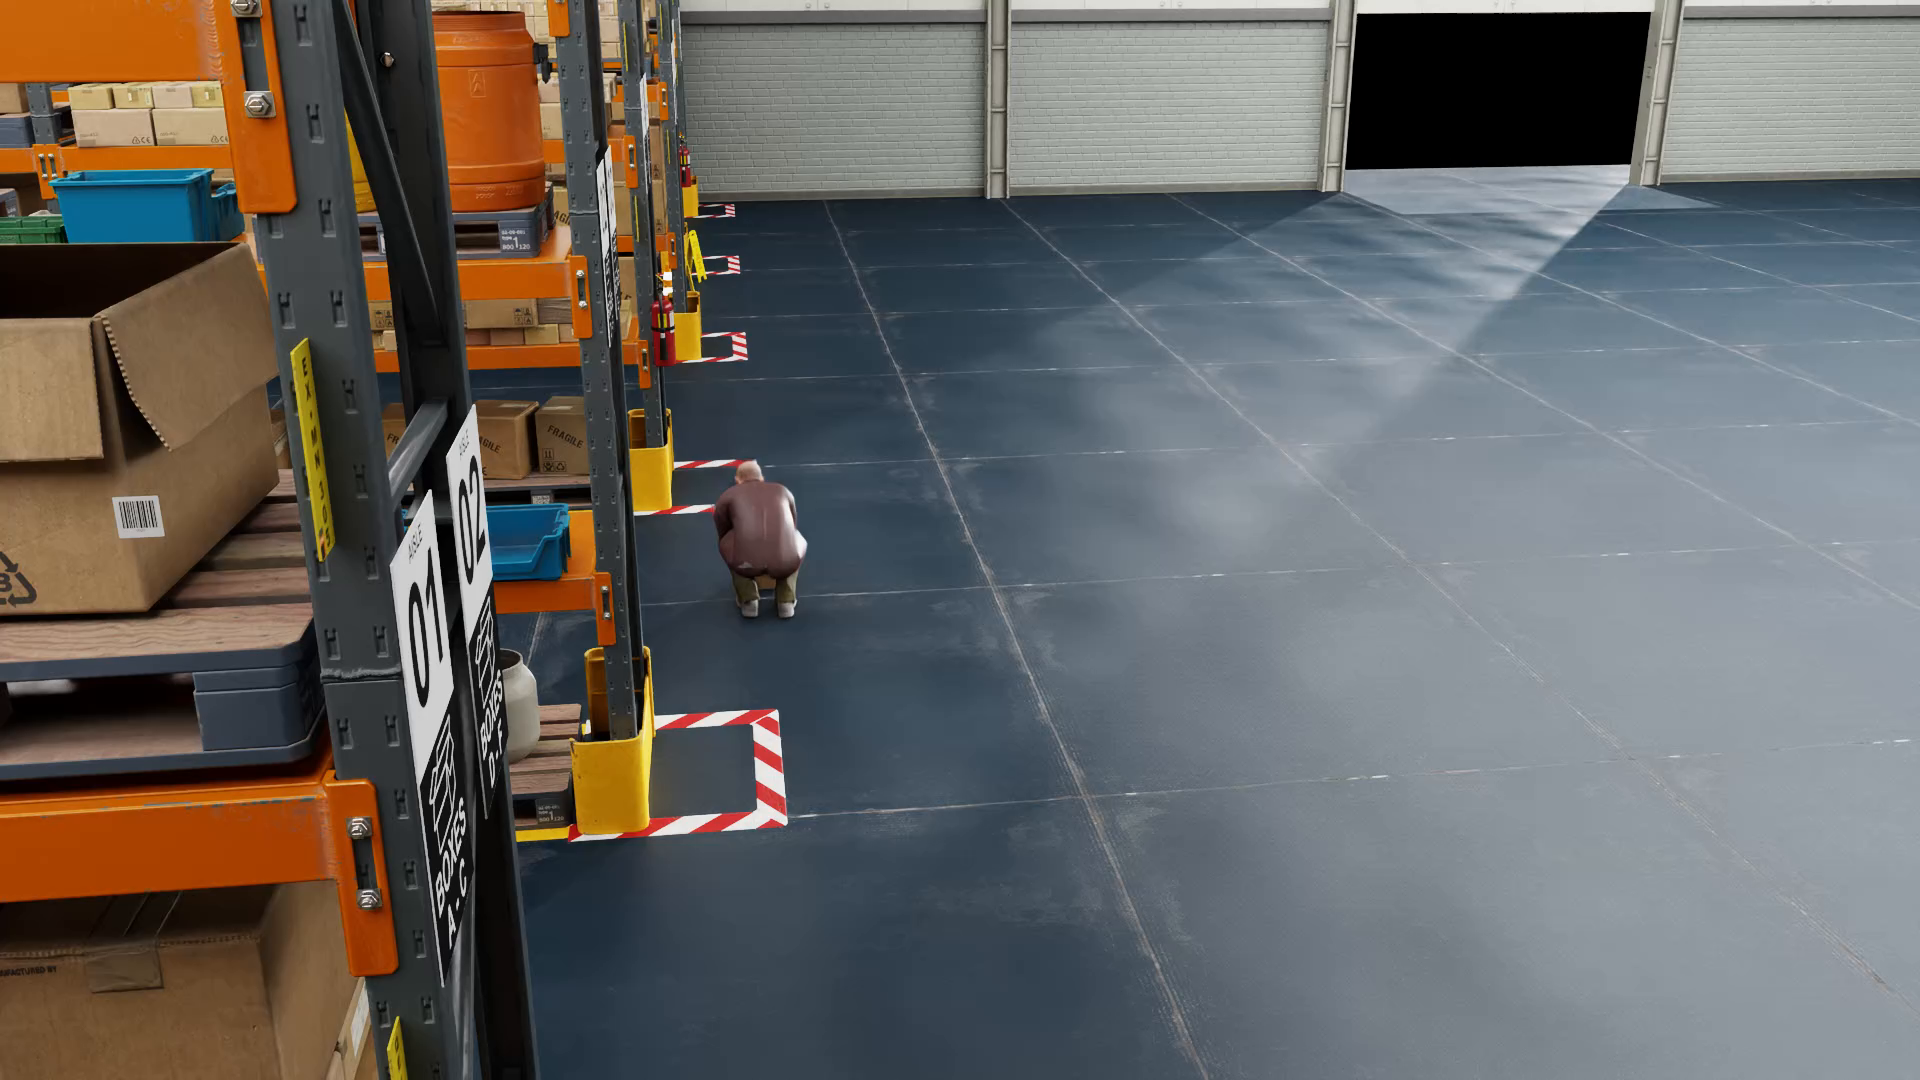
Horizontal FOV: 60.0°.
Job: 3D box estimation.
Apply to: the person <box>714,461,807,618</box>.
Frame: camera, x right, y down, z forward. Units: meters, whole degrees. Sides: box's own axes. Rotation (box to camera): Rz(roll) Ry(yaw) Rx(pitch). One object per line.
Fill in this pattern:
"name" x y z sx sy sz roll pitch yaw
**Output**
"person" -1.308 0.002 10.919 0.600 0.886 0.899 -3 20 -8
